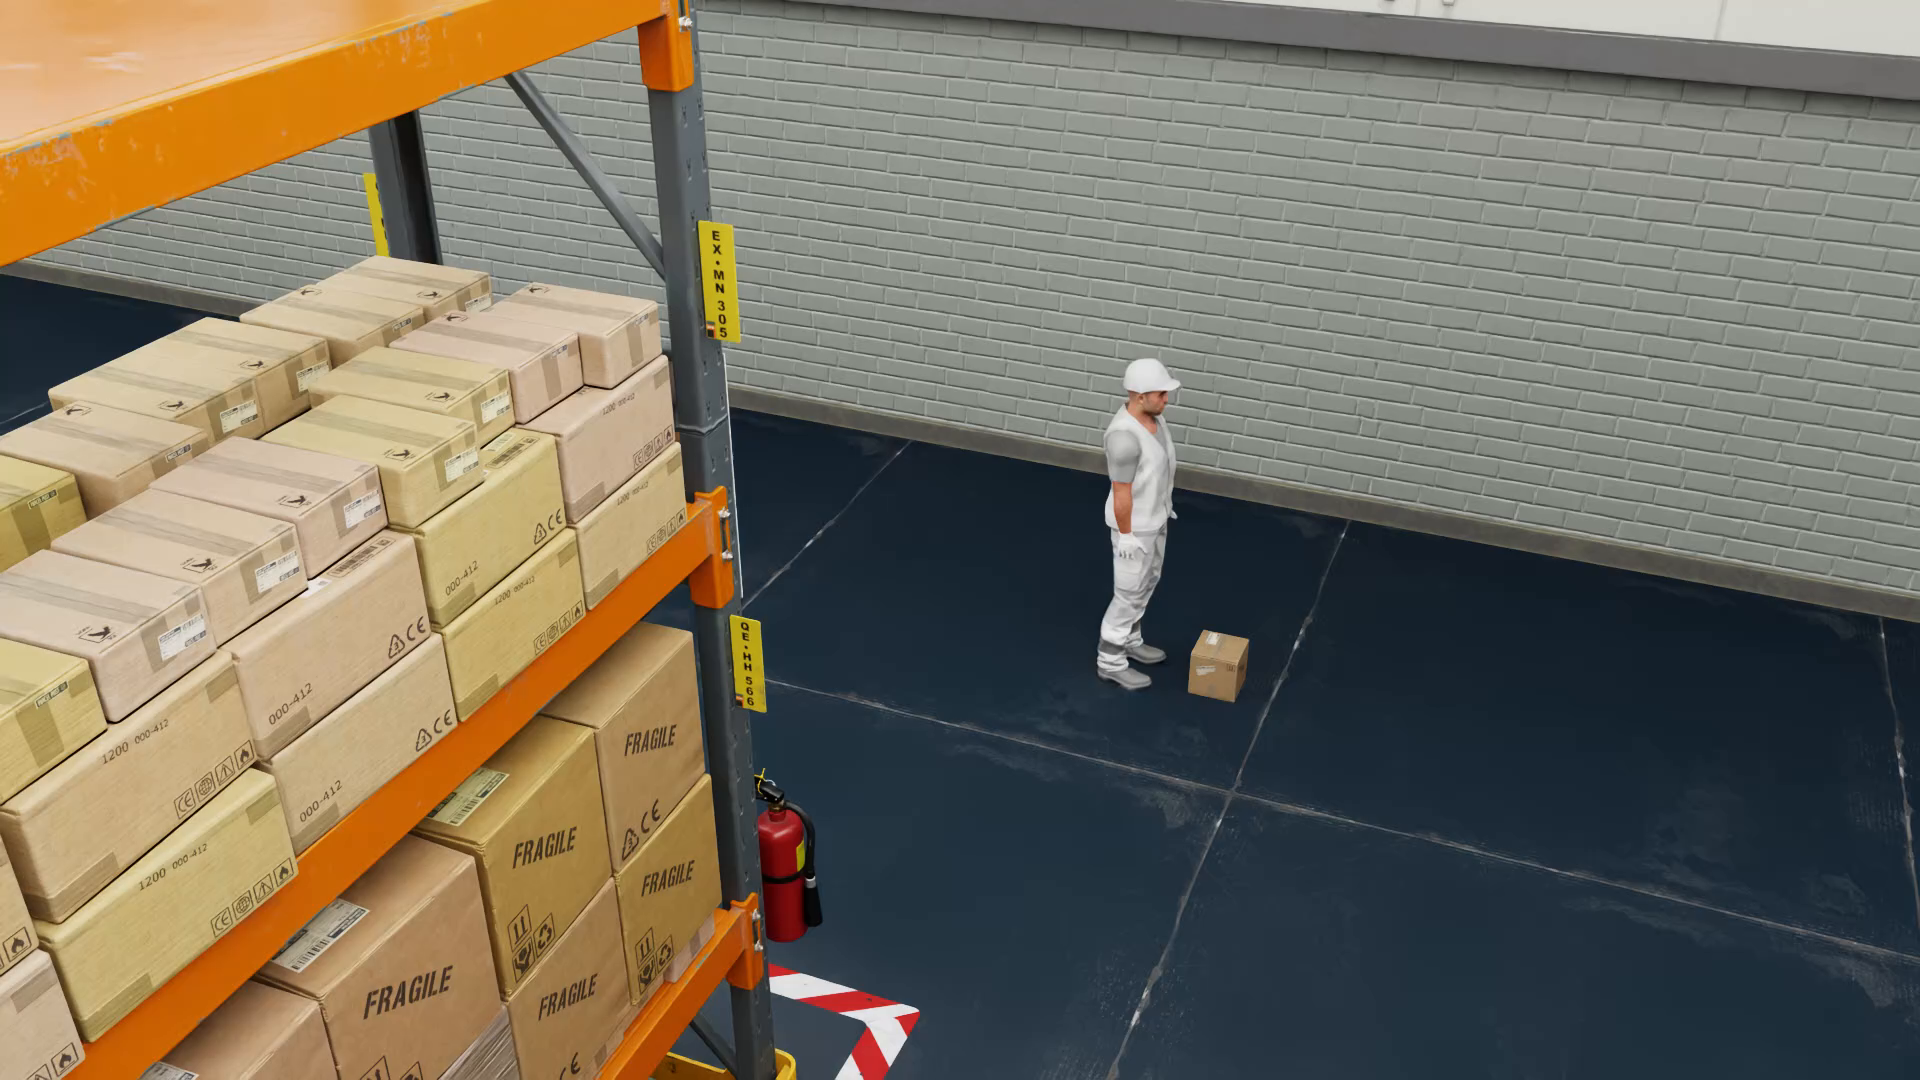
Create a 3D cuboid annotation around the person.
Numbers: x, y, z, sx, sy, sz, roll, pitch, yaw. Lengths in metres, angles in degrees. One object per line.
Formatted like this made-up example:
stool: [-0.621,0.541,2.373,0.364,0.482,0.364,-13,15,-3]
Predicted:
person: [0.920,-0.100,8.559,0.338,1.784,0.526,12,32,20]
